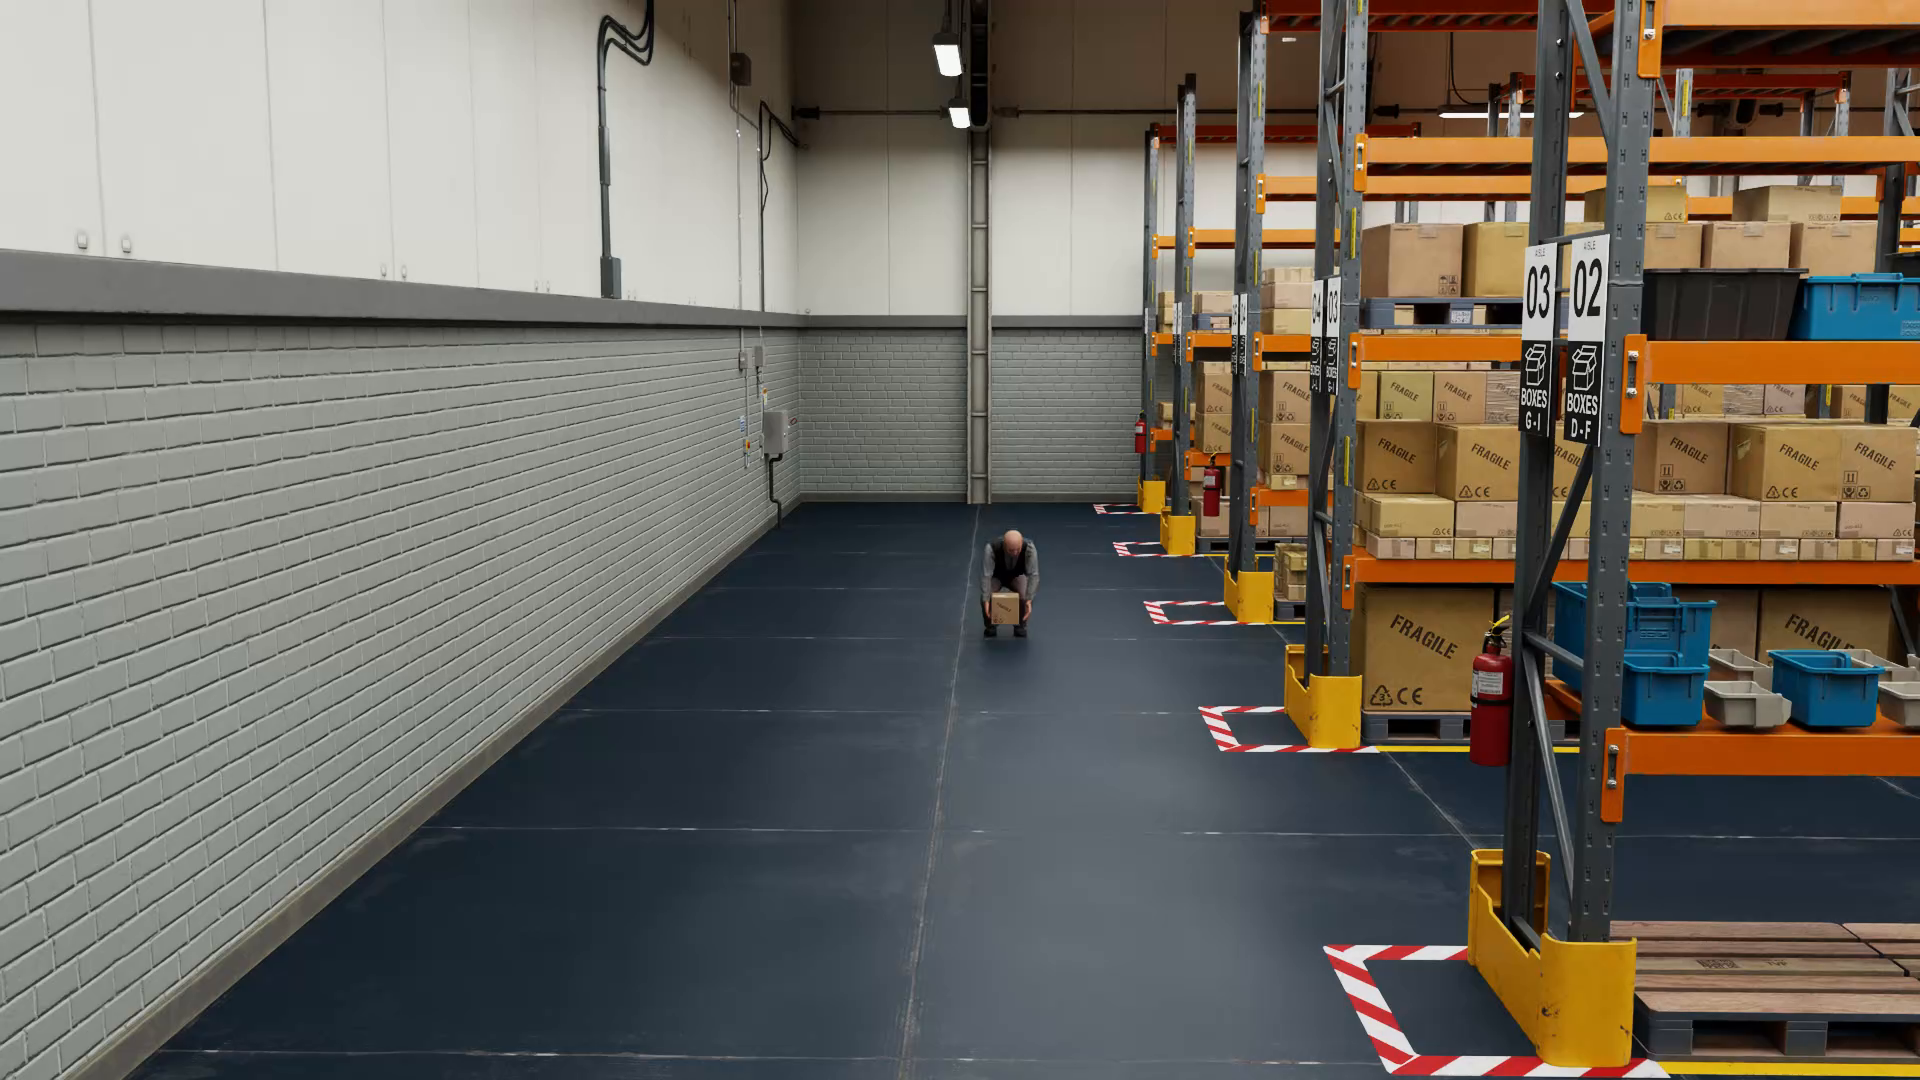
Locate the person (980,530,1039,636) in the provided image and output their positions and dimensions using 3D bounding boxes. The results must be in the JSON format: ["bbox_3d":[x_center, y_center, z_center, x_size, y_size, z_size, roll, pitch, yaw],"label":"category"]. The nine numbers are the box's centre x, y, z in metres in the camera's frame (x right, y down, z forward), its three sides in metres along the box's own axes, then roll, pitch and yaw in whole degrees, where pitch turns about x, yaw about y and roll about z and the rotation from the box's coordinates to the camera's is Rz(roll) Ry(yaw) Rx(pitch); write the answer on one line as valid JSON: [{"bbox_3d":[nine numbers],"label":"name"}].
[{"bbox_3d":[0.460,0.388,15.520,0.551,1.042,0.847,0,7,1],"label":"person"}]
